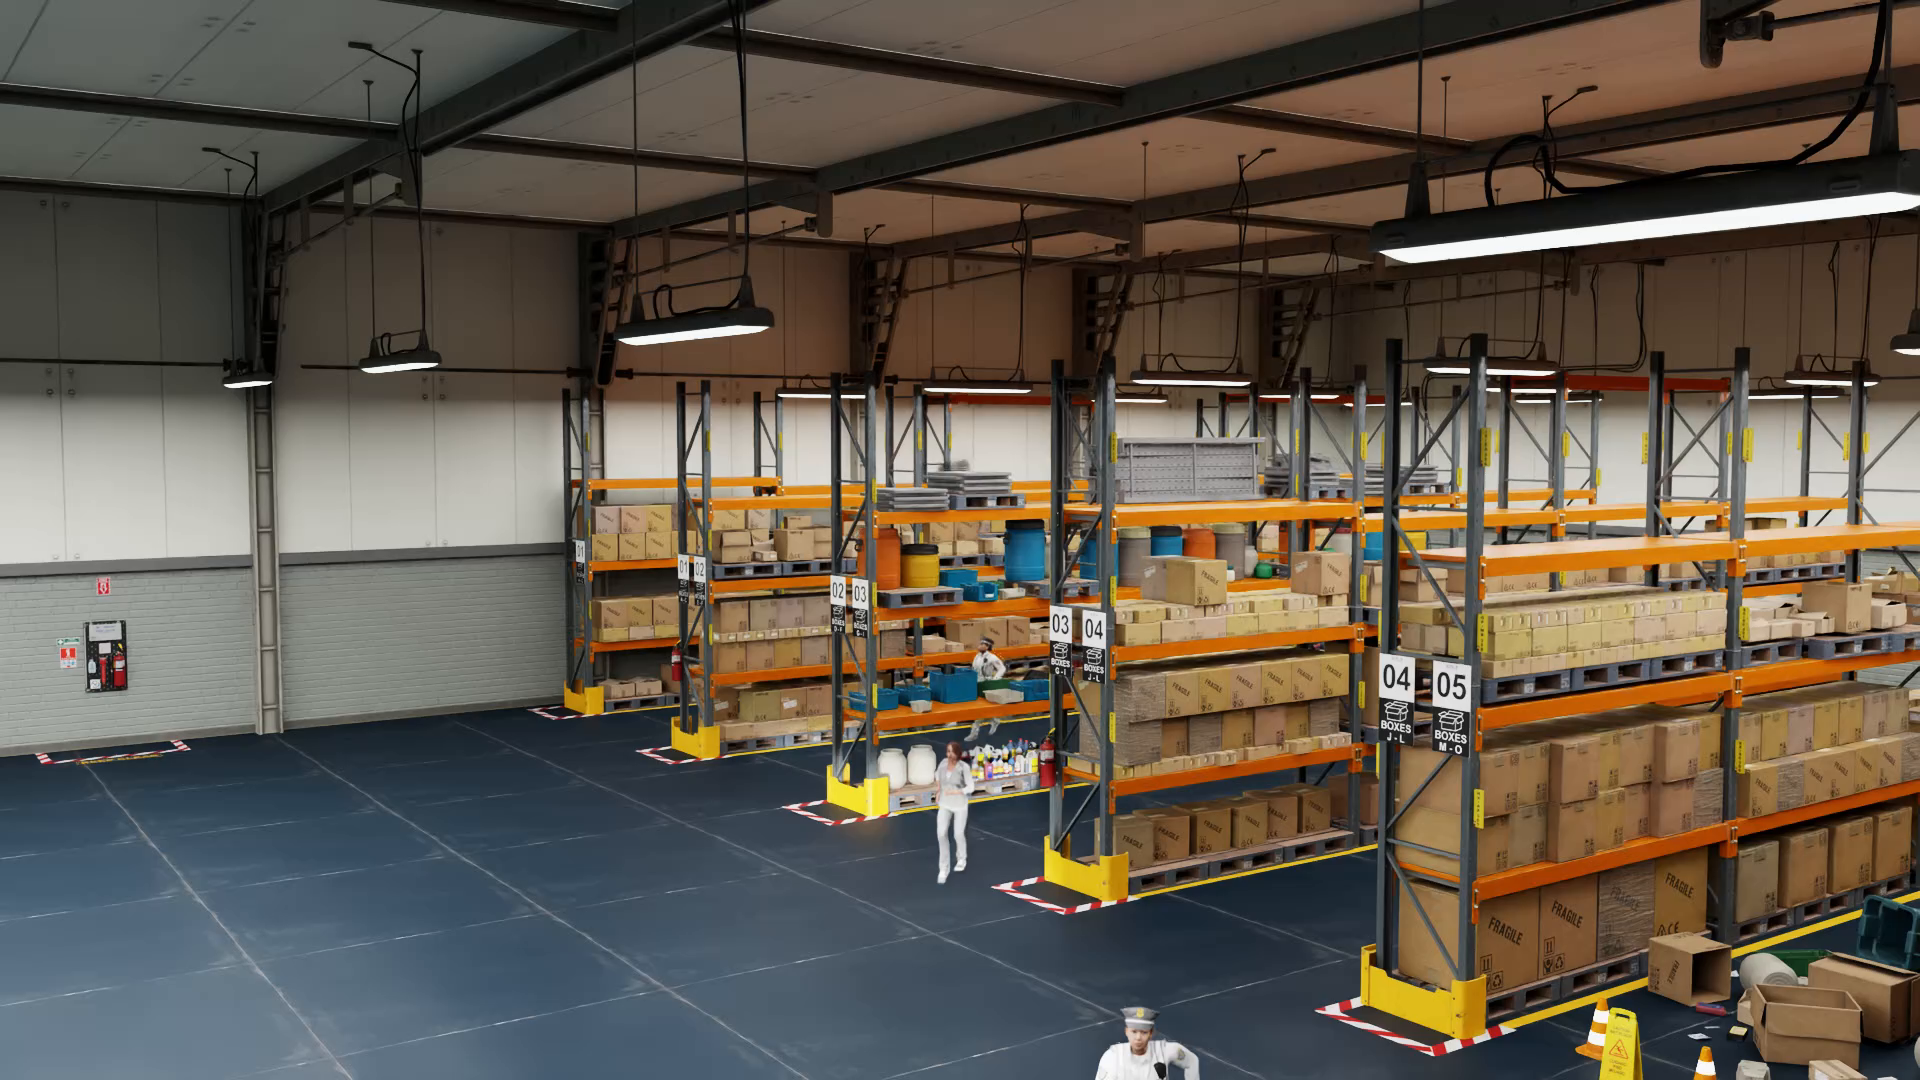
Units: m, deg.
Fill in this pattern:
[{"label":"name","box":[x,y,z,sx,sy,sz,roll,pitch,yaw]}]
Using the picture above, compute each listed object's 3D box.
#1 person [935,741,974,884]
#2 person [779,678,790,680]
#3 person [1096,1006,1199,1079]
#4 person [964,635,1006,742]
[{"label":"person","box":[-0.072,3.128,19.270,0.540,1.638,0.664,1,4,17]},{"label":"person","box":[-3.240,2.134,29.951,0.613,1.818,0.721,4,5,45]},{"label":"person","box":[1.147,3.663,10.275,0.640,1.696,0.802,1,4,12]},{"label":"person","box":[0.378,2.352,26.540,0.765,1.665,0.632,-3,5,-39]}]
